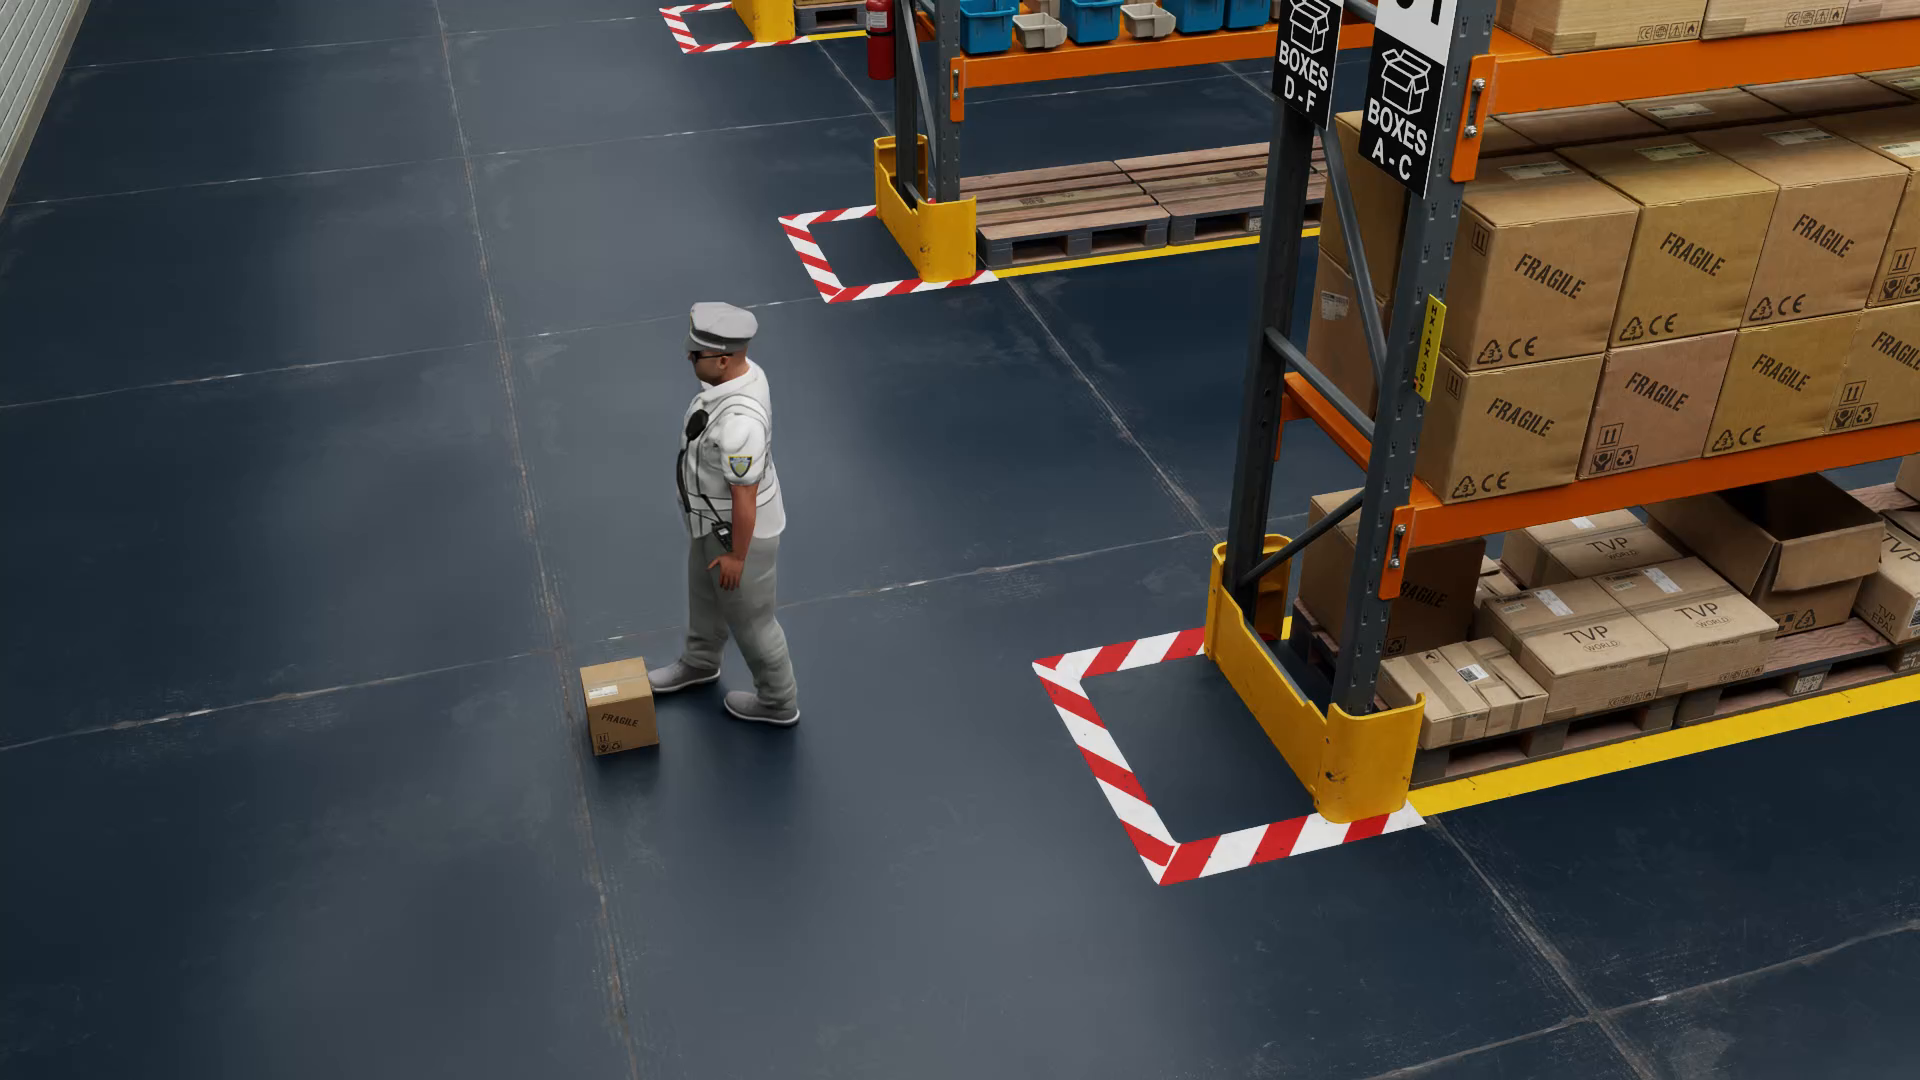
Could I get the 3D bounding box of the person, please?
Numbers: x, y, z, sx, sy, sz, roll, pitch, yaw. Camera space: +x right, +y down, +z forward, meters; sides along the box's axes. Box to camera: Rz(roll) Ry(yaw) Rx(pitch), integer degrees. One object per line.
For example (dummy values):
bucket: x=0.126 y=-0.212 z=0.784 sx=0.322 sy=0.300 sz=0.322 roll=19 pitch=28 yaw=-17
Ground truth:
person: x=-0.968 y=-0.068 z=6.221 sx=0.627 sy=1.758 sz=0.548 roll=-5 pitch=34 yaw=-7
